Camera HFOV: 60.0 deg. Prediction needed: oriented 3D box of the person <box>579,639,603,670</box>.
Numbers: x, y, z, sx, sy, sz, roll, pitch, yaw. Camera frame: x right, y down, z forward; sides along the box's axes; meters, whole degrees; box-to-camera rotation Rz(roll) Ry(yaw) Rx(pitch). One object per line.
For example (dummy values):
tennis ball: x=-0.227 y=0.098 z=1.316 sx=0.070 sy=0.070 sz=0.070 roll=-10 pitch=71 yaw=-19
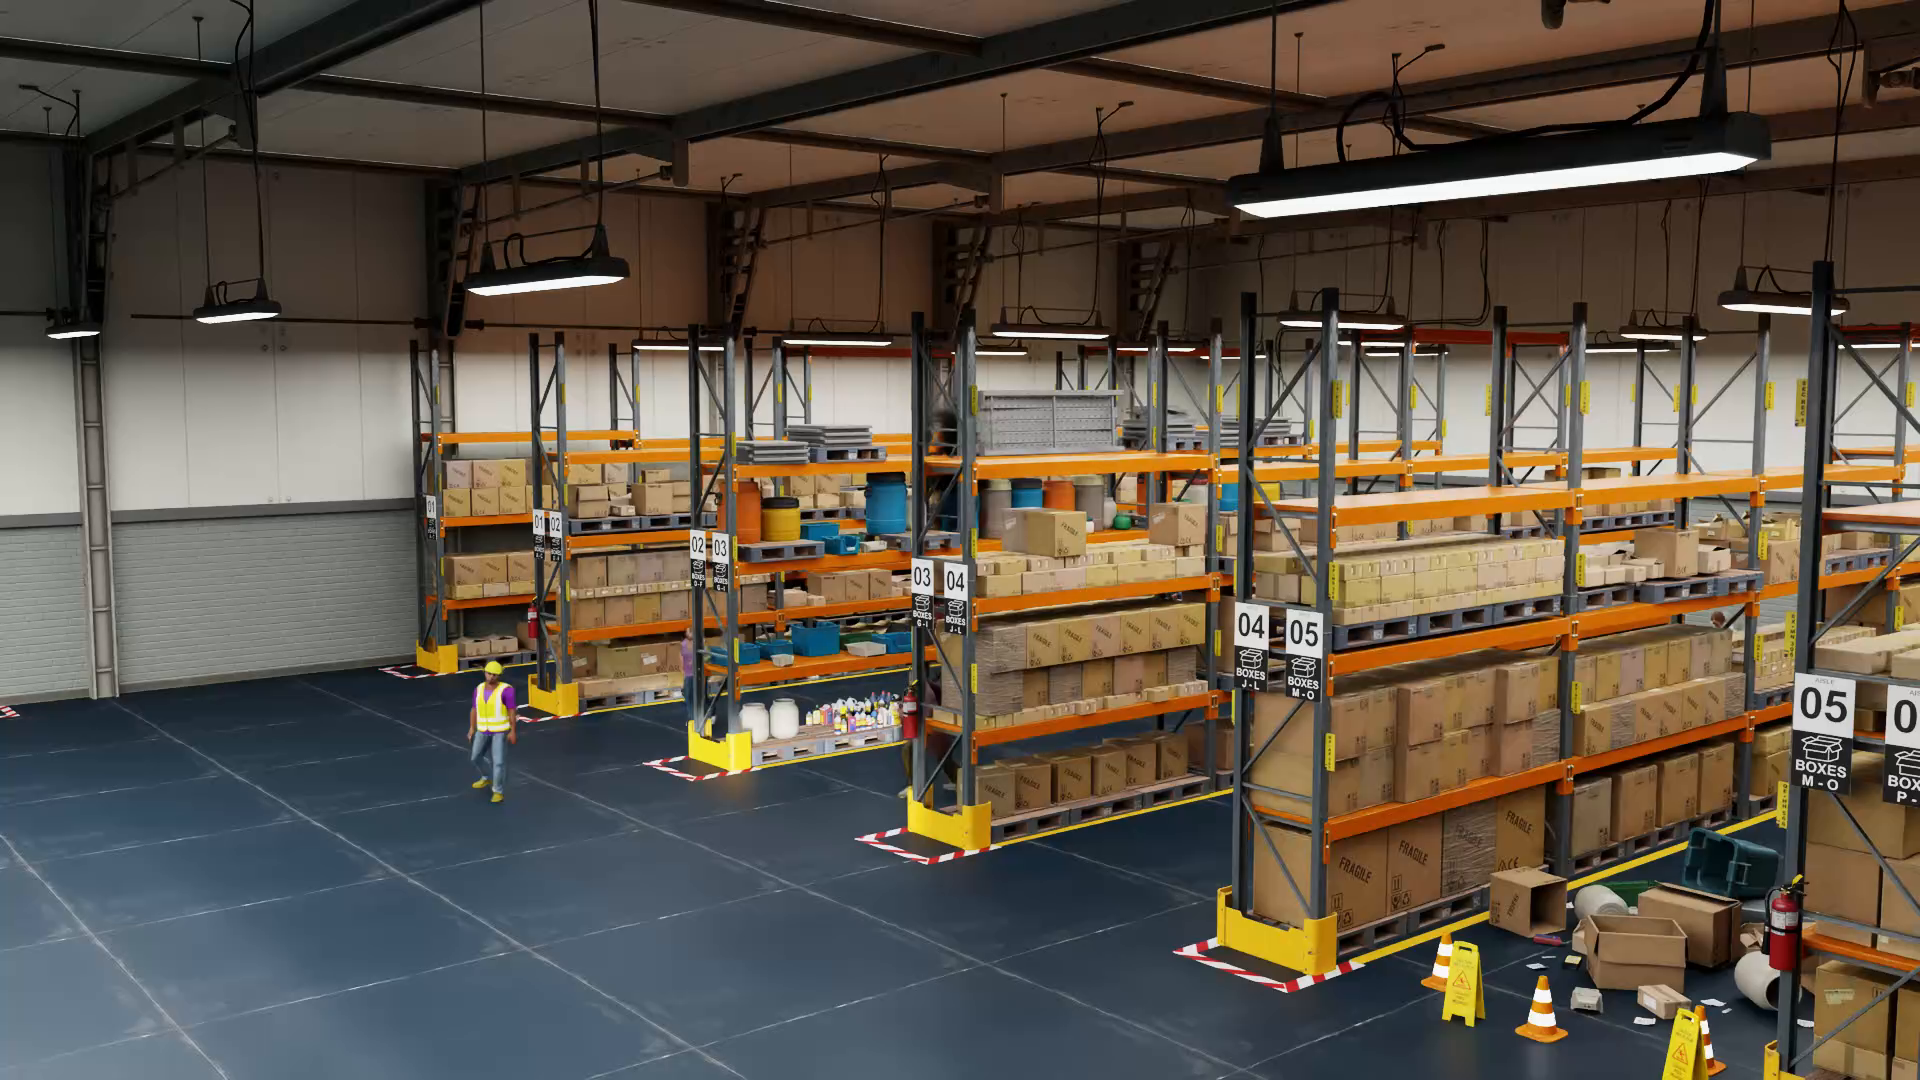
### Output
person: x=-6.575 y=1.691 z=29.140 sx=0.700 sy=1.572 sz=0.841 roll=2 pitch=6 yaw=16

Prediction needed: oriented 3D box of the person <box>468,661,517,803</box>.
person: x=-5.882 y=2.368 z=20.852 sx=0.771 sy=1.752 sz=0.616 roll=2 pitch=6 yaw=16

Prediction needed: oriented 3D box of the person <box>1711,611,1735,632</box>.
person: x=12.604 y=1.907 z=27.289 sx=0.915 sy=1.546 sz=0.574 roll=-3 pitch=6 yaw=-32

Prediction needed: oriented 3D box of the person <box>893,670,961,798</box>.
person: x=-0.336 y=2.408 z=20.750 sx=1.114 sy=1.637 sz=0.685 roll=-3 pitch=6 yaw=-28

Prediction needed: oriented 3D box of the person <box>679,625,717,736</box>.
person: x=-3.989 y=2.062 z=24.926 sx=0.607 sy=1.613 sz=0.781 roll=2 pitch=6 yaw=18
